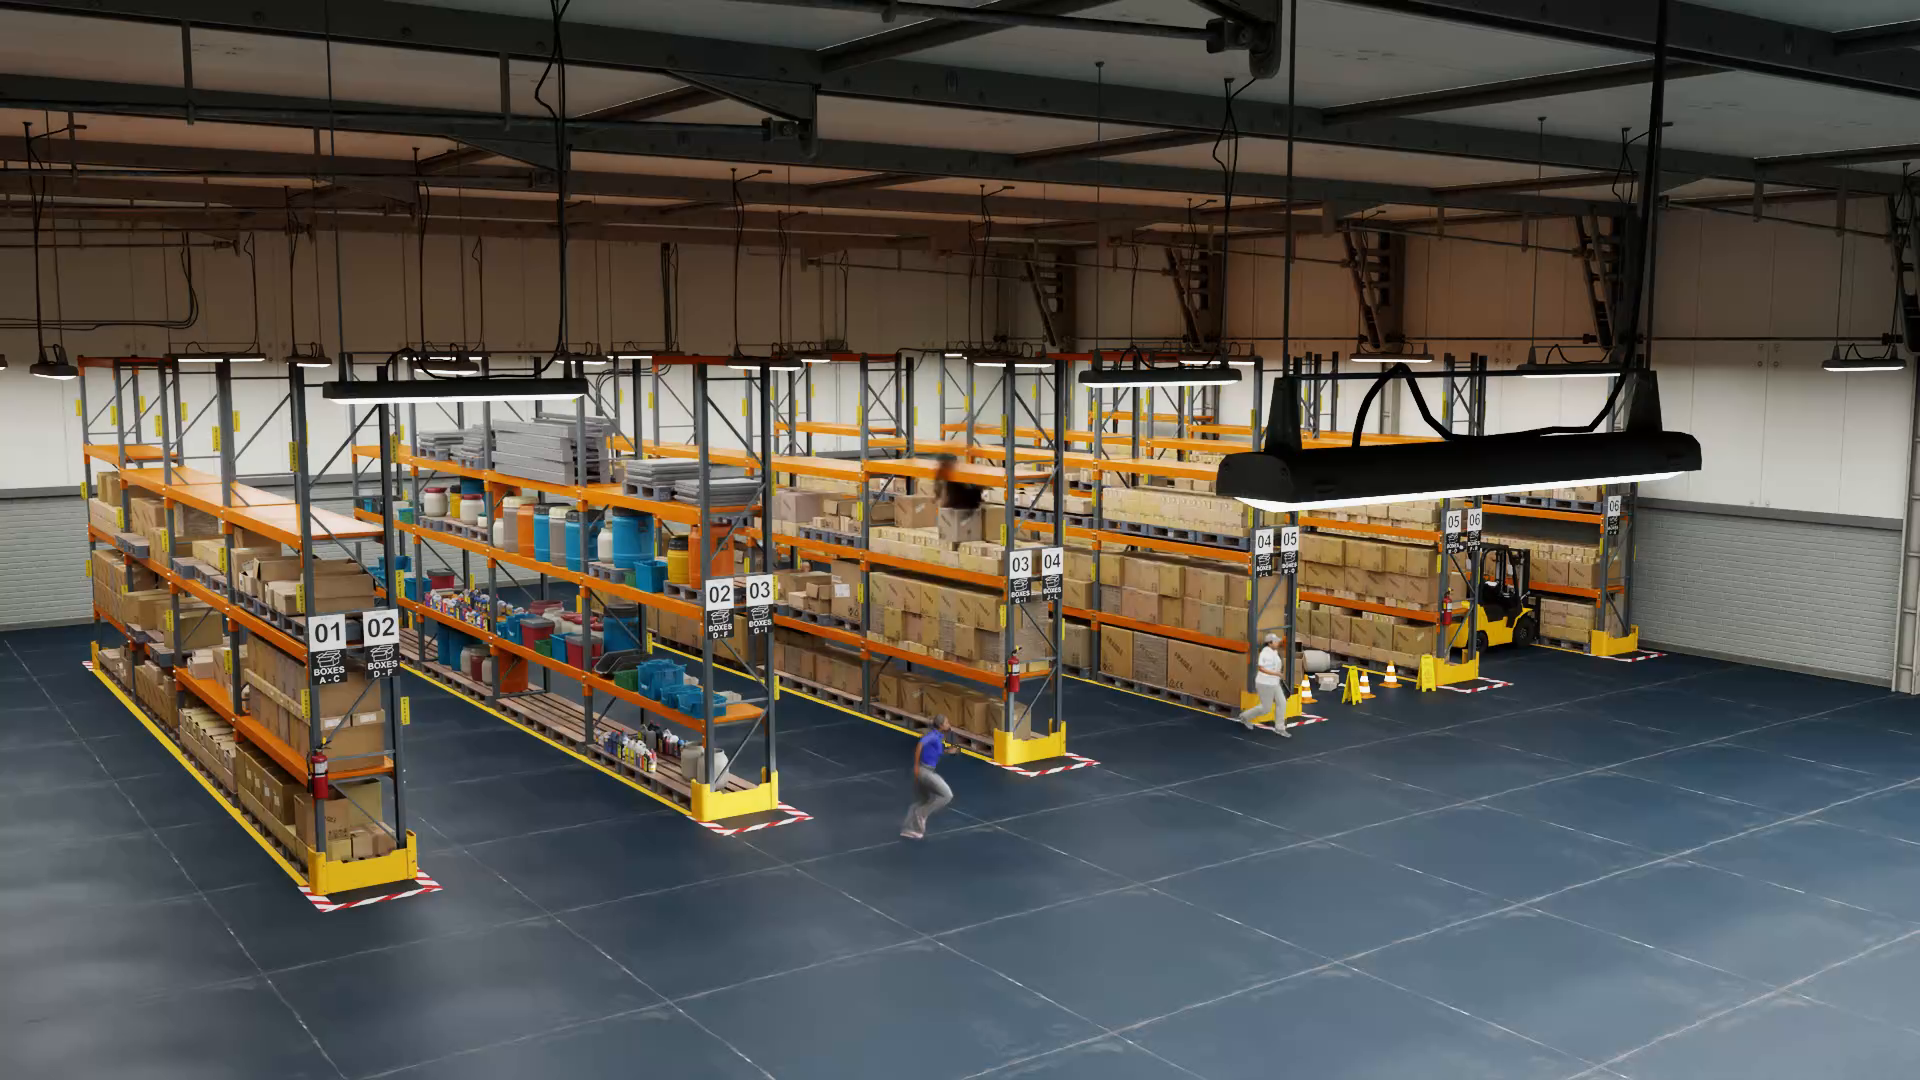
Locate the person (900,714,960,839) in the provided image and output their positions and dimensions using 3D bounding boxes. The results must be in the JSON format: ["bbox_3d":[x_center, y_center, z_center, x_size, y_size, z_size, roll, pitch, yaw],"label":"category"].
[{"bbox_3d":[-0.377,3.042,21.095,0.788,1.476,0.562,-2,7,-12],"label":"person"}]

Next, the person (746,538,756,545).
[{"bbox_3d":[-5.279,0.584,41.365,0.661,1.479,0.525,4,8,28],"label":"person"}]

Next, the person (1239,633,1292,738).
[{"bbox_3d":[4.900,2.313,26.551,0.852,1.674,0.643,4,8,28],"label":"person"}]

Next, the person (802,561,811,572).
[{"bbox_3d":[-3.151,1.330,34.225,0.661,1.816,0.746,-4,8,-31],"label":"person"}]
